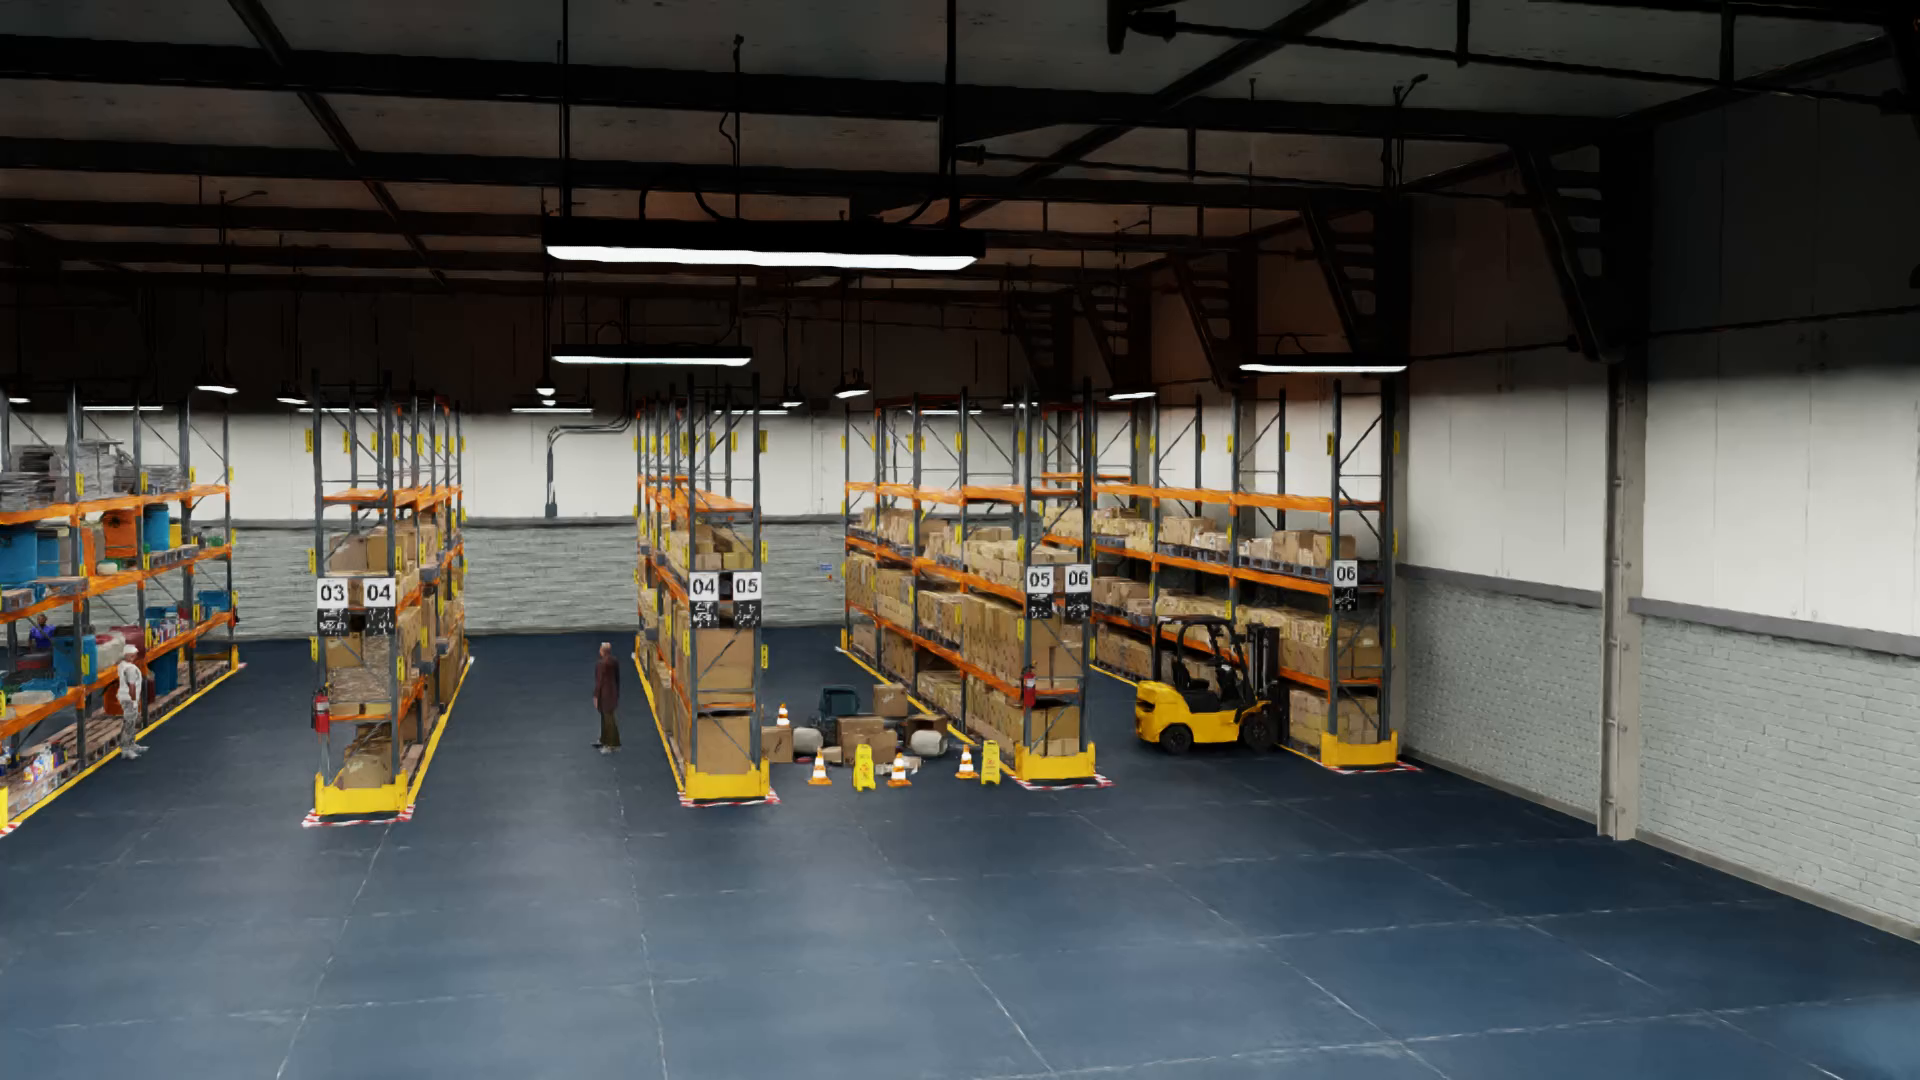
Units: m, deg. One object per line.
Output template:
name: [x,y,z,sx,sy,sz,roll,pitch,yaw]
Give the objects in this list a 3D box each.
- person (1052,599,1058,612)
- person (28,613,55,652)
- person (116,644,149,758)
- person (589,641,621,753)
person: [2.020,2.014,37.111,0.527,1.666,0.565,0,3,4]
person: [-18.511,2.275,33.617,0.592,1.590,0.518,-1,3,-15]
person: [-13.234,2.553,26.618,0.477,1.789,0.634,-2,4,-36]
person: [-5.790,2.543,27.072,0.642,1.752,0.693,1,3,10]
